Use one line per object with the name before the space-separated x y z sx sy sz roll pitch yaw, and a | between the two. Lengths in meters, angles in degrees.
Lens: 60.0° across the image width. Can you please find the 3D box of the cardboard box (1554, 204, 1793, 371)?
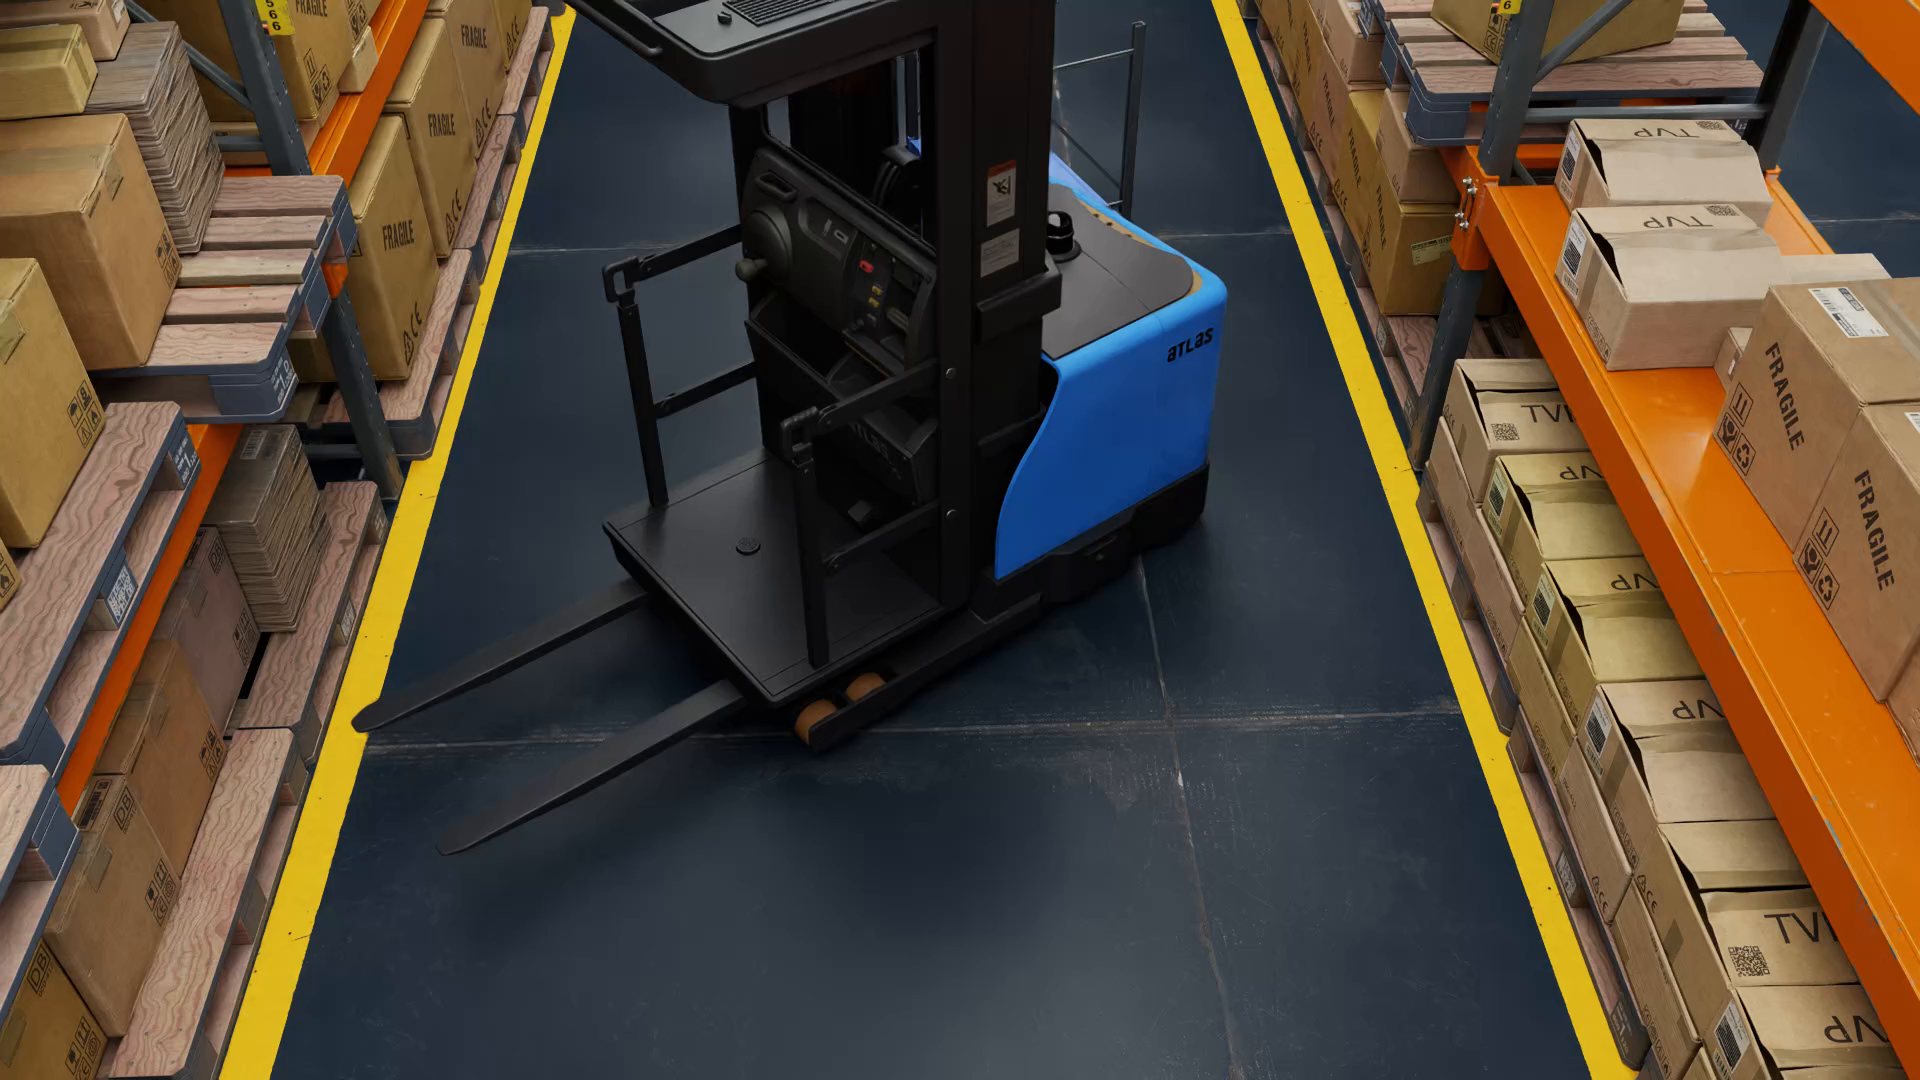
cardboard box | 2.126 -0.781 4.948 0.500 0.311 0.500 -2 43 -2

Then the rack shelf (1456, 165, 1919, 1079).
rack shelf | 2.366 0.192 4.353 1.077 0.370 4.000 -2 43 -2

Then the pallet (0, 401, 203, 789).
pallet | -2.543 0.127 4.033 1.003 0.211 1.213 -2 43 -2

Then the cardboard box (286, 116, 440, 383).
cardboard box | -2.568 -1.141 6.556 0.750 0.750 0.750 -2 43 -2

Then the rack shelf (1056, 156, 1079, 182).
rack shelf | 0.227 -1.447 6.985 0.538 0.185 1.000 -18 46 -19

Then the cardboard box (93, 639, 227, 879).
cardboard box | -2.630 0.651 4.845 0.700 0.500 0.500 -2 43 -2

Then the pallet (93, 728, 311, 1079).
pallet | -2.587 1.098 4.896 1.003 0.211 1.213 -2 43 -2

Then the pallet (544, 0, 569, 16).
pallet | -2.792 -3.467 9.876 1.003 0.211 1.213 -2 43 -2

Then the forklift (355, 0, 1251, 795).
forklift | -0.534 -0.862 5.022 3.031 2.935 1.130 -22 47 -22

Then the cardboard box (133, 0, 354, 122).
cardboard box | -2.433 -1.768 5.650 0.500 0.500 0.500 0 43 -1

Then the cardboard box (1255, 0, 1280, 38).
cardboard box | 1.888 -3.031 8.861 0.500 0.500 0.500 -3 43 -4

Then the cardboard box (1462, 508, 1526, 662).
cardboard box | 2.032 0.137 5.605 0.500 0.250 0.500 -3 43 -3

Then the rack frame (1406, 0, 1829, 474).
rack frame | 2.281 -1.424 5.583 1.000 3.000 0.127 -2 43 -2

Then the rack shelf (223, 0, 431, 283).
rack shelf | -2.753 -2.364 7.141 1.077 0.370 4.000 -2 43 -2

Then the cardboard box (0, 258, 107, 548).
cardboard box | -2.563 -0.320 3.980 0.700 0.500 0.500 -2 43 -2

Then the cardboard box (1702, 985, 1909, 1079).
cardboard box | 2.119 1.313 3.907 0.500 0.311 0.500 -1 43 -1

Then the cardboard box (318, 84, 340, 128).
cardboard box | -2.452 -1.593 5.939 0.380 0.149 0.250 -1 43 -1

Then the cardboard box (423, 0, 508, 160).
cardboard box | -2.639 -2.307 7.827 0.750 0.750 0.750 0 43 0

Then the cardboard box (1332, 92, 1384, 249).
cardboard box | 1.985 -1.638 7.342 0.500 0.500 0.500 -3 43 -3

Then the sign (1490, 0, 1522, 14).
sign | 1.739 -1.799 5.195 0.100 0.325 0.005 -2 43 -2

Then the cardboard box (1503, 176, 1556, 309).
cardboard box | 2.520 -1.333 7.009 0.500 0.500 0.500 -3 43 -3

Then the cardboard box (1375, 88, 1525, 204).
cardboard box | 2.000 -1.603 6.749 0.500 0.250 0.500 0 43 0

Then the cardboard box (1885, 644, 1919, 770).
cardboard box | 2.412 0.365 3.557 0.500 0.500 0.500 1 43 1

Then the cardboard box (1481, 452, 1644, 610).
cardboard box | 2.041 -0.055 5.399 0.500 0.311 0.500 -3 43 -3

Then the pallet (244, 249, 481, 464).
pallet | -2.626 -0.785 6.951 1.003 0.211 1.213 -2 43 -2

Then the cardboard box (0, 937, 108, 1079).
cardboard box | -2.618 1.337 4.096 0.700 0.500 0.500 -2 43 -3

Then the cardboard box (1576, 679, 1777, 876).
cardboard box | 2.083 0.636 4.645 0.500 0.311 0.500 -2 43 -2

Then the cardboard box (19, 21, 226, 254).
cardboard box | -2.638 -1.161 4.897 0.700 0.500 0.500 -6 43 -7

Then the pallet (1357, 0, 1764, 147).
pallet | 2.182 -1.808 6.145 1.213 0.211 1.003 -2 43 -2

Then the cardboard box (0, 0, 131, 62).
cardboard box | -2.623 -1.485 4.771 0.380 0.149 0.250 -7 43 -7

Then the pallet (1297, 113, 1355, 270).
pallet | 2.239 -1.722 7.973 1.003 0.211 1.213 -2 43 -2

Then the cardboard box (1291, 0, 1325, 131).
cardboard box | 1.936 -2.334 8.100 0.500 0.500 0.500 -1 43 -1

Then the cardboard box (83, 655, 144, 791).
cardboard box | -2.597 0.422 4.539 0.500 0.250 0.500 -2 43 -2

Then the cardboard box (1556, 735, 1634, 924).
cardboard box | 2.082 0.834 4.845 0.500 0.250 0.500 -1 43 -1

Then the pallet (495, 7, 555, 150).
pallet | -2.730 -2.433 8.748 1.003 0.211 1.213 -2 43 -2

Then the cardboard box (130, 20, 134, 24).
cardboard box | -2.951 -1.744 5.624 0.500 0.500 0.500 -1 43 -2

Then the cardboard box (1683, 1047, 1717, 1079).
cardboard box | 2.124 1.522 4.093 0.500 0.250 0.500 -2 43 -2

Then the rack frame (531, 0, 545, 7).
rack frame | -2.838 -3.979 8.371 1.000 3.000 0.127 -2 43 -2

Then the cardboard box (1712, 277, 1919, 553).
cardboard box | 2.369 -0.328 4.314 0.500 0.500 0.500 -4 43 -4

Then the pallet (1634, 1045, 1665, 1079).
pallet | 2.381 1.808 4.121 1.003 0.211 1.213 -2 43 -2

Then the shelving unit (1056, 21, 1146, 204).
shelving unit | 0.227 -1.580 6.863 0.538 1.500 1.048 -18 46 -19

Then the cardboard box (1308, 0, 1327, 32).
cardboard box | 1.931 -2.632 7.871 0.500 0.250 0.500 -2 43 -2

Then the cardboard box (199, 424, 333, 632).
cardboard box | -2.585 -0.035 5.593 0.700 0.500 0.500 -1 43 -1

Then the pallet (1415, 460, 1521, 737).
pallet | 2.277 0.161 5.918 1.003 0.211 1.213 -2 43 -2
